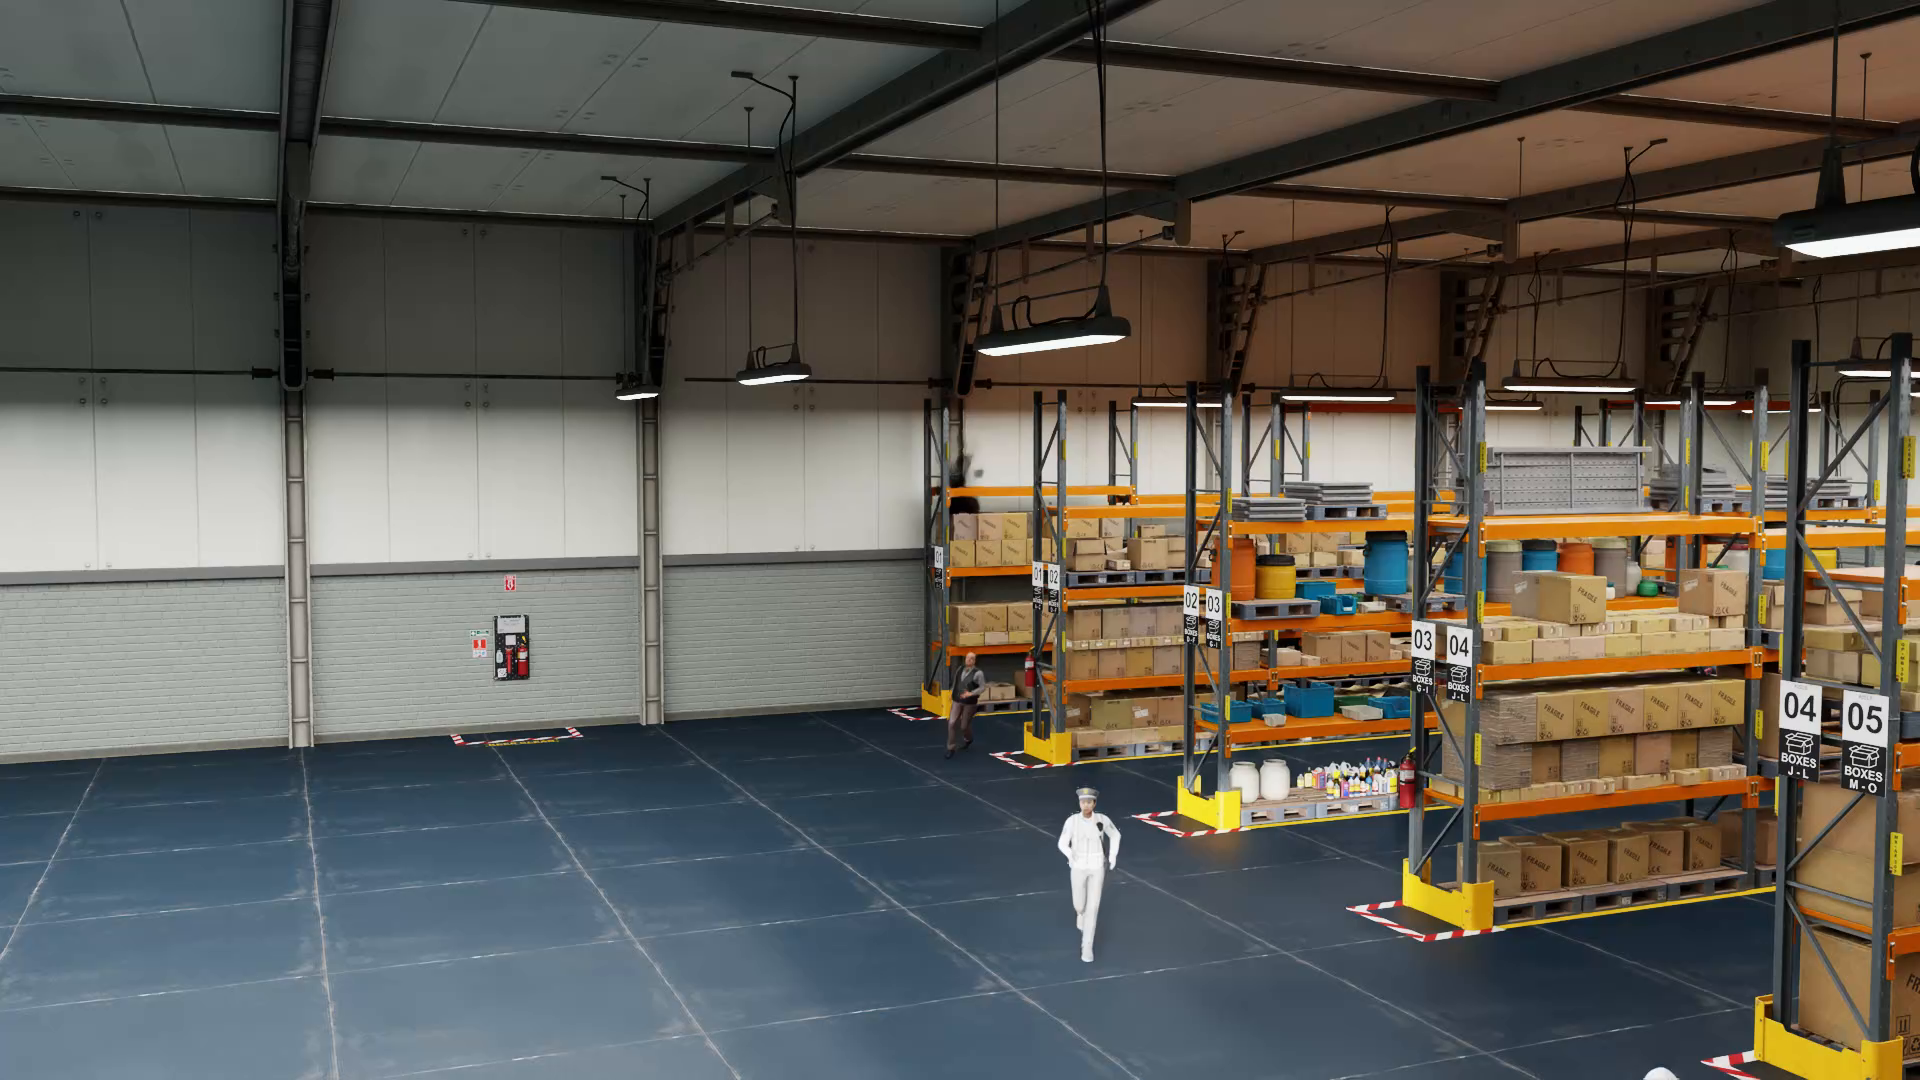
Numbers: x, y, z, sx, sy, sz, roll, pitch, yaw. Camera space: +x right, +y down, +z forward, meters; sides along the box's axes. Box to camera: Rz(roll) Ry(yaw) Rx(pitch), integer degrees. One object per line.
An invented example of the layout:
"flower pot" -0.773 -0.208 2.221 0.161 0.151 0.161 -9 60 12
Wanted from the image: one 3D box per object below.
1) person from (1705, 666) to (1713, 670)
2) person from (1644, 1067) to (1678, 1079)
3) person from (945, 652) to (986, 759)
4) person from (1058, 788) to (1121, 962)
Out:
"person" 13.660 2.525 30.040 0.587 1.739 0.651 -2 4 -34
"person" 3.810 3.752 9.112 0.662 1.763 0.732 1 4 19
"person" 0.095 2.702 27.336 0.682 1.705 0.867 2 4 25
"person" 1.312 3.339 16.884 0.630 1.670 0.913 0 3 7
